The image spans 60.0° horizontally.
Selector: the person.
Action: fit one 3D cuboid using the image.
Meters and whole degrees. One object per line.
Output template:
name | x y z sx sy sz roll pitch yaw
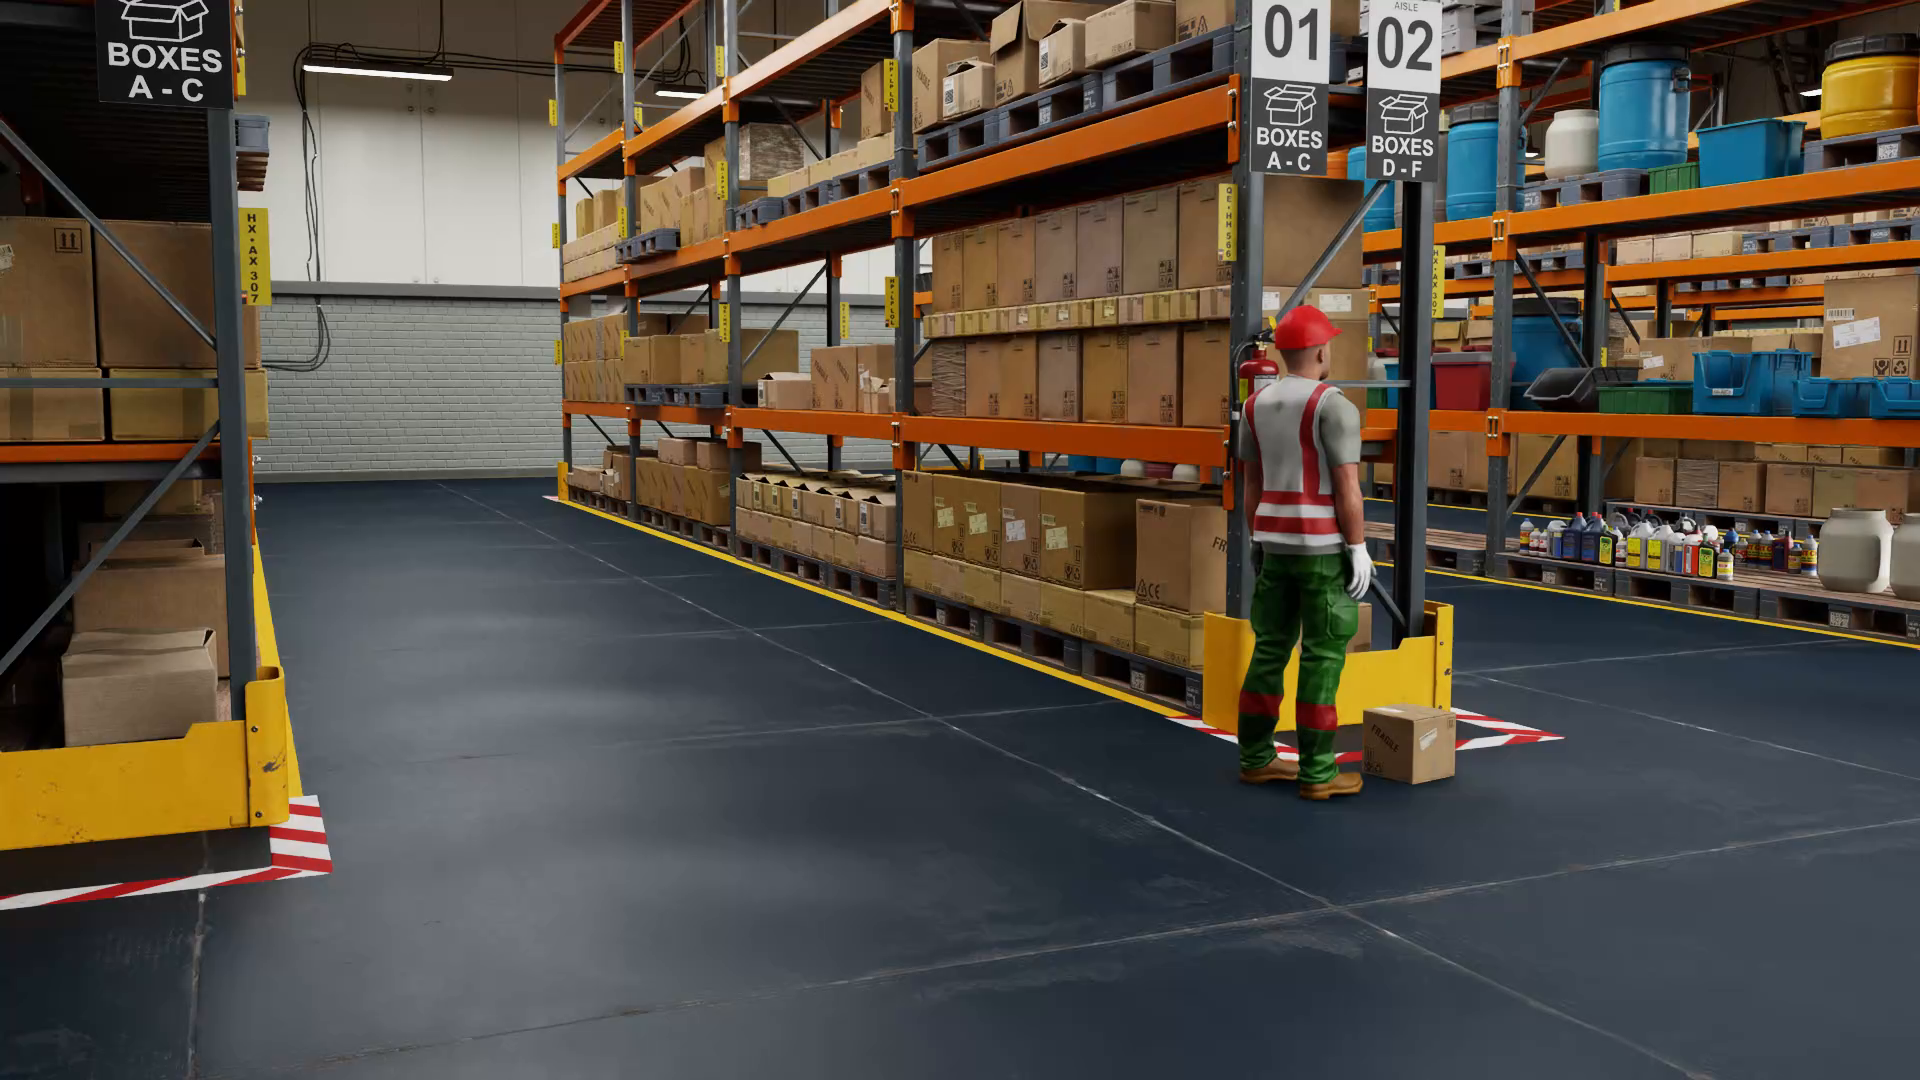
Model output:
person | 1.282 0.039 6.126 0.350 1.792 0.534 -4 7 -35
